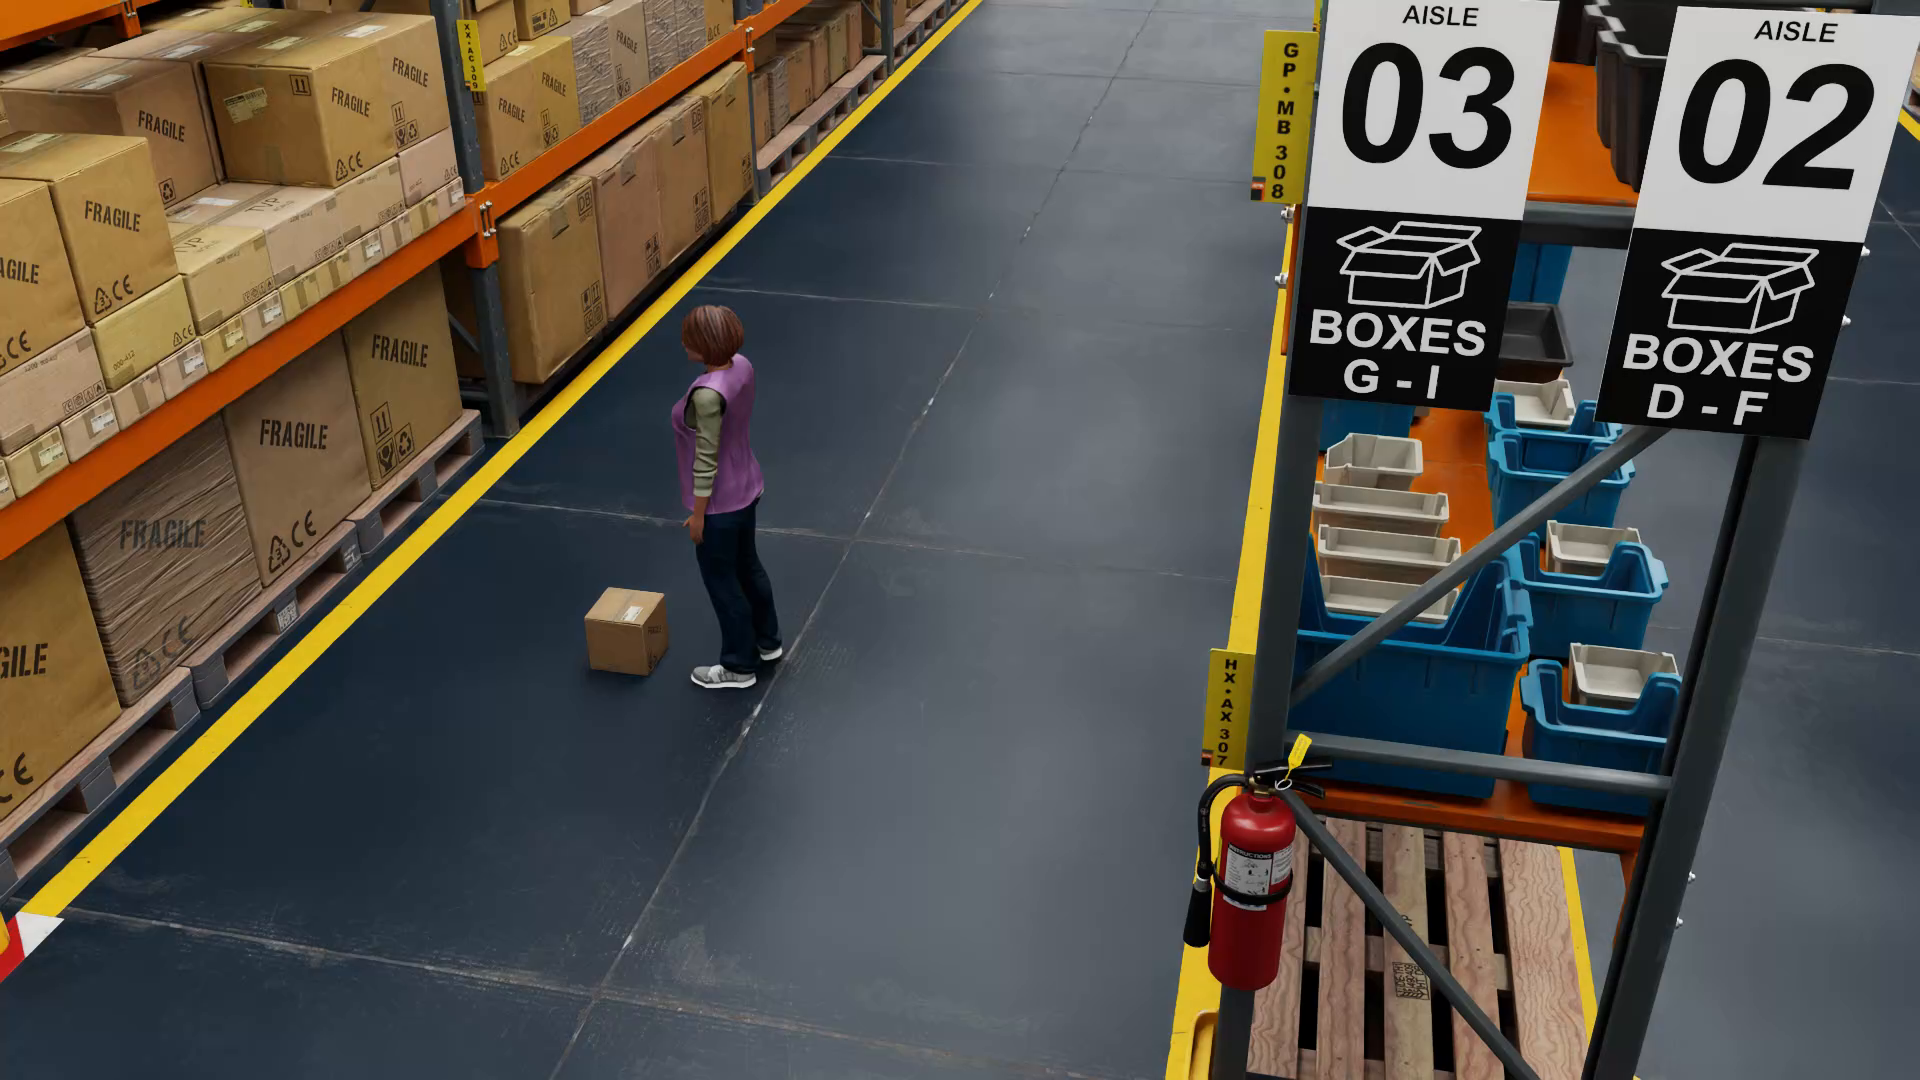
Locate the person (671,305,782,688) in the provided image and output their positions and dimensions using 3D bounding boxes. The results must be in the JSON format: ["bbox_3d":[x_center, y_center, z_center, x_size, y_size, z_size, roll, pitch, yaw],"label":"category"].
[{"bbox_3d":[-0.910,-0.145,6.414,0.325,1.623,0.420,7,30,12],"label":"person"}]
